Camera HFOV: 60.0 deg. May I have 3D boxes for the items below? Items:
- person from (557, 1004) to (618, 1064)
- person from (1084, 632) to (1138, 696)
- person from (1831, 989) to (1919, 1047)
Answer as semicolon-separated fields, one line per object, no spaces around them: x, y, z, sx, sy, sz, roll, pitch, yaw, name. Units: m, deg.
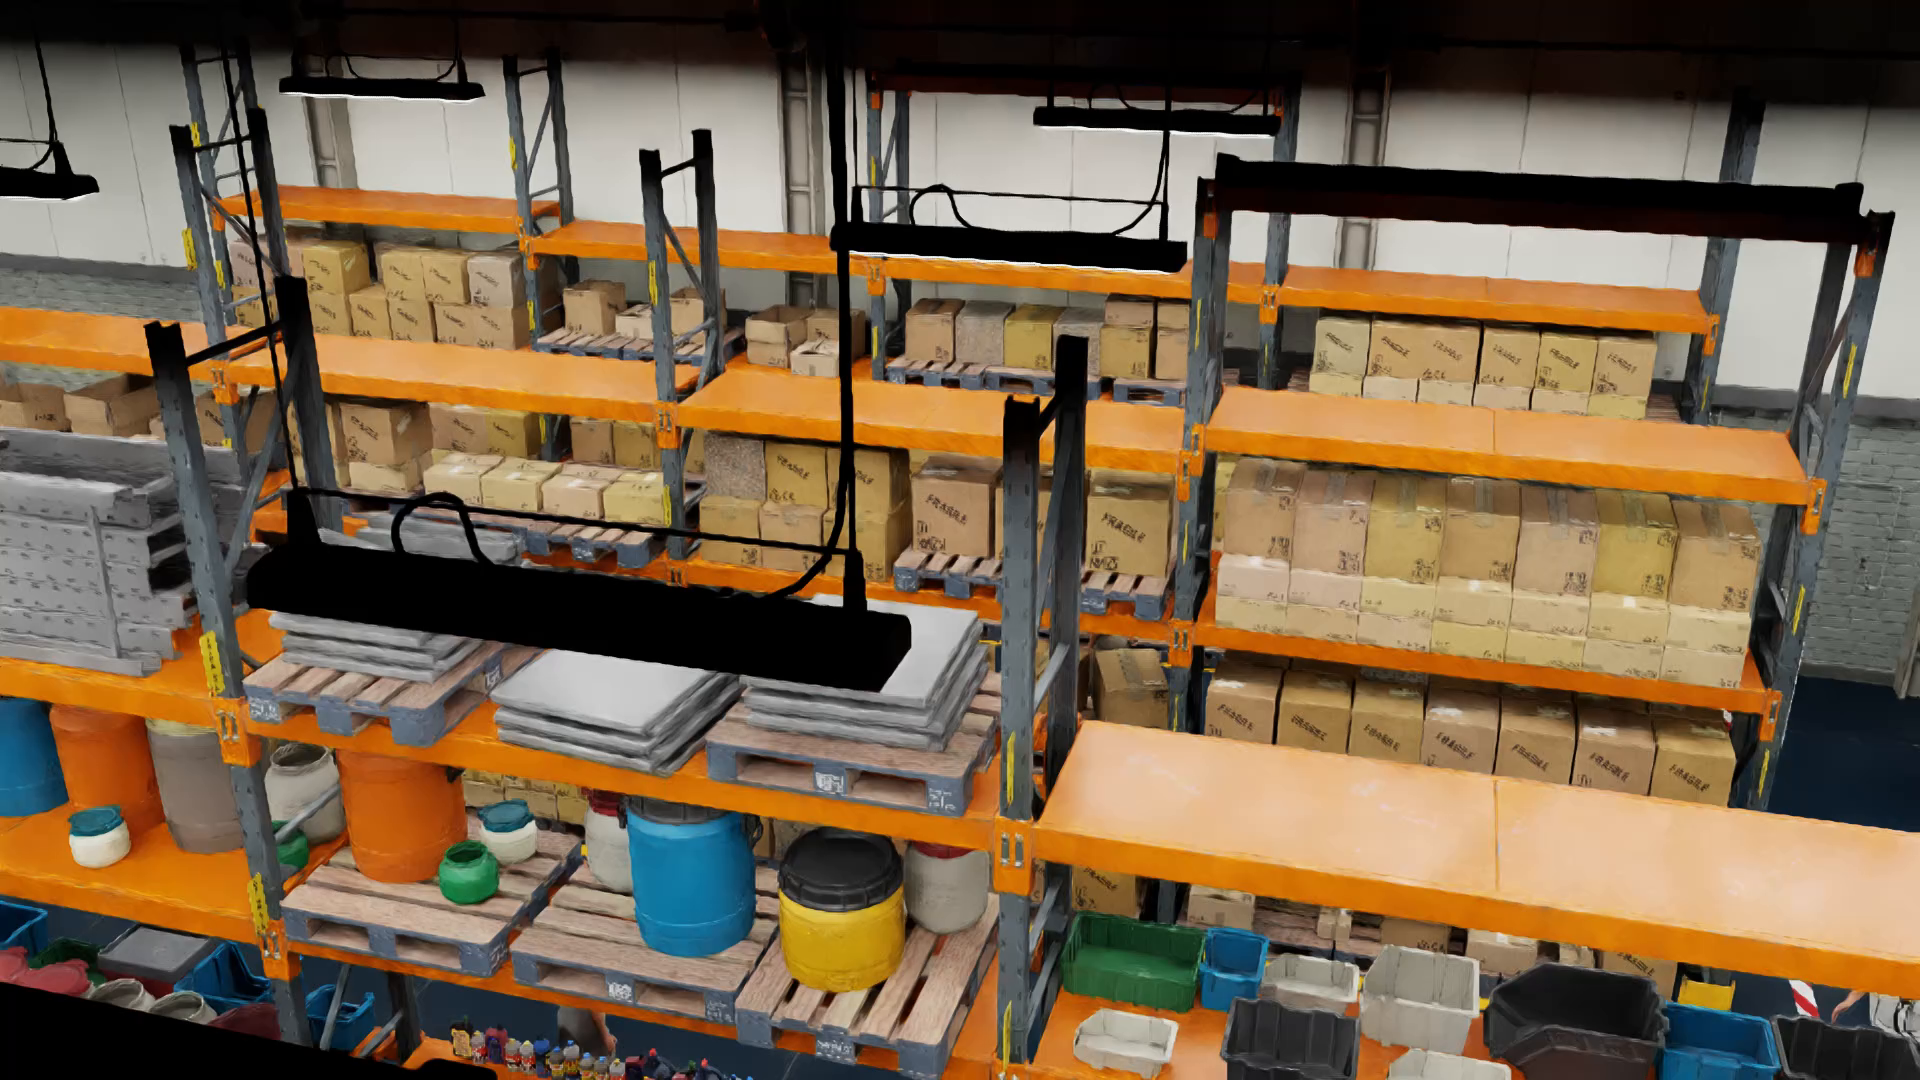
-2.432;3.157;10.956;0.568;1.668;0.562;-20;30;-40;person
1.432;0.960;16.284;1.040;1.666;0.557;6;23;14;person
6.141;3.220;10.794;0.860;1.687;0.691;0;23;-1;person
